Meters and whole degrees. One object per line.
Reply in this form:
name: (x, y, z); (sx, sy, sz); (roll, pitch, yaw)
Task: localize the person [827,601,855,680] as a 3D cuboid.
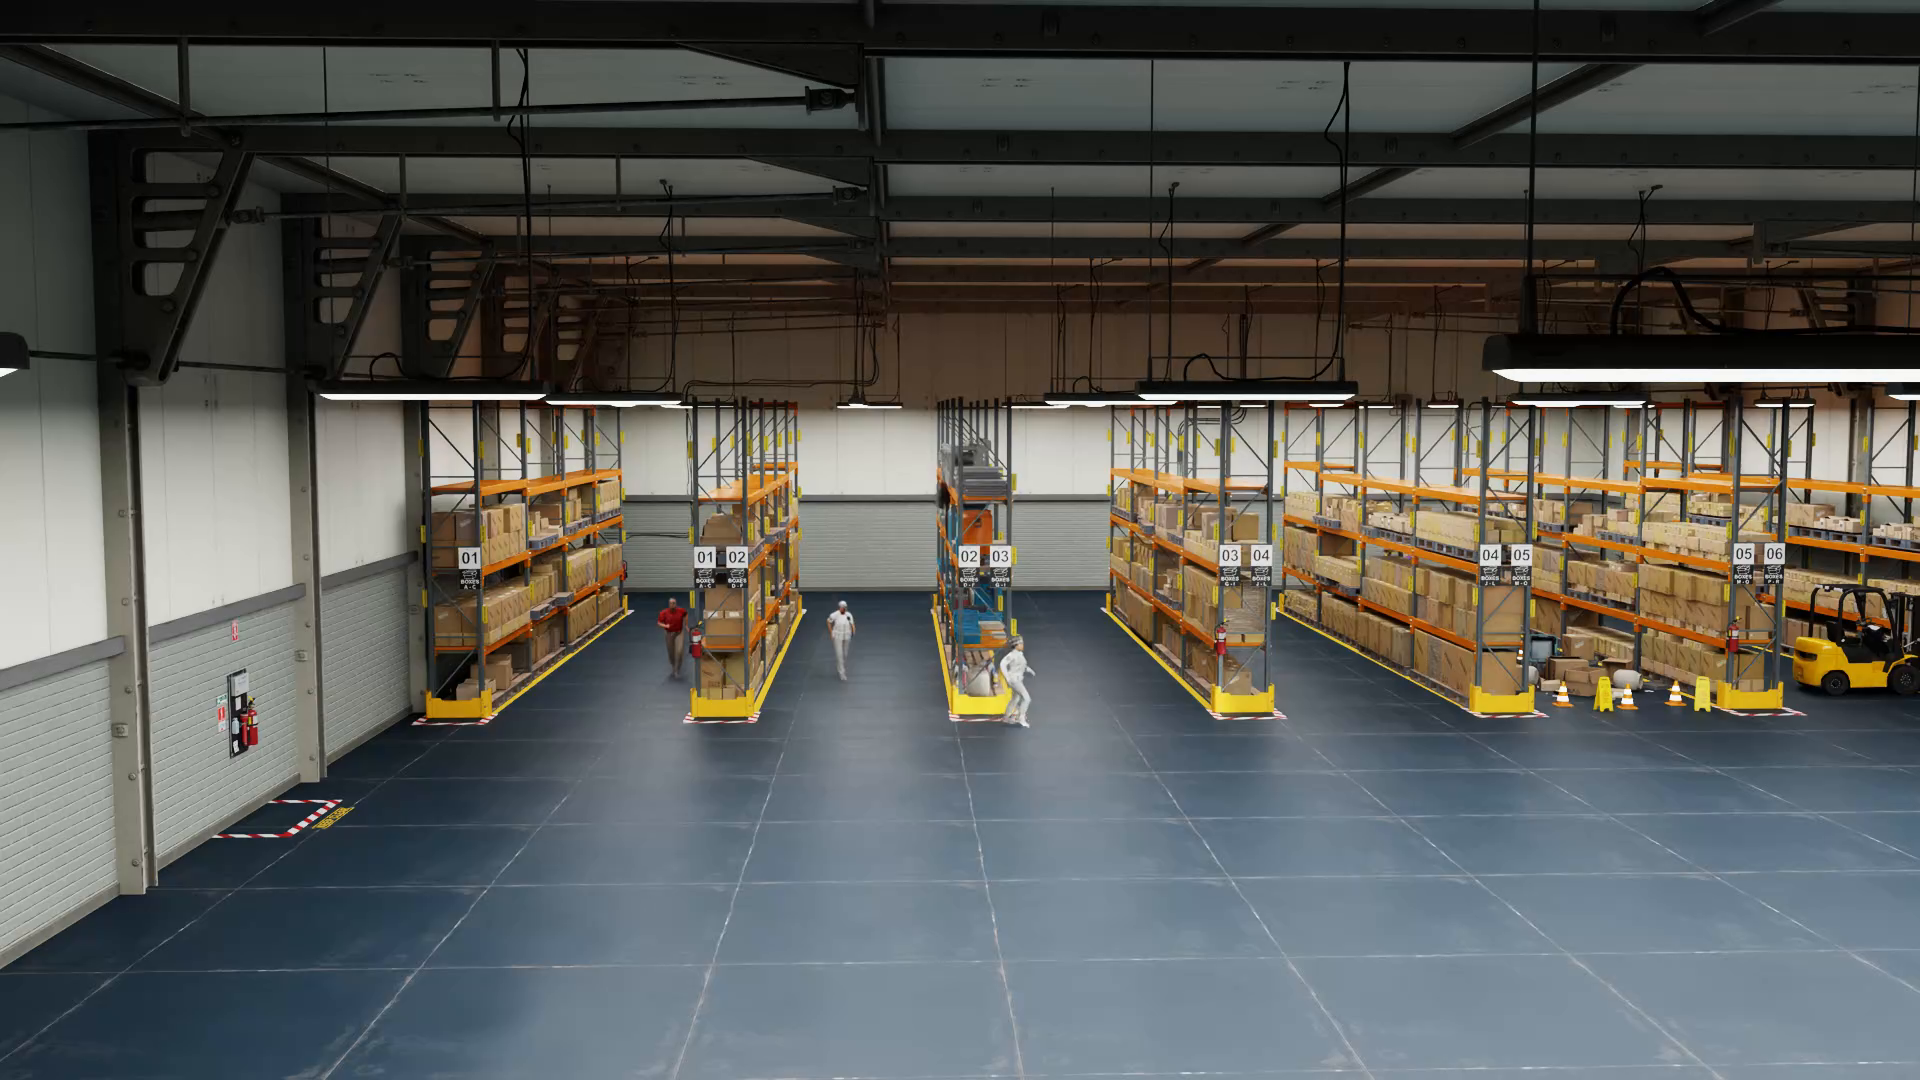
person: (-2.571, 2.132, 35.898); (0.582, 1.663, 0.917); (-2, 5, -22)

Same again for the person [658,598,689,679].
person: (-6.194, 2.093, 36.021); (0.672, 1.720, 0.992); (-1, 4, -7)

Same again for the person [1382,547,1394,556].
person: (12.843, 0.985, 49.960); (0.856, 1.825, 0.681); (-1, 5, -15)

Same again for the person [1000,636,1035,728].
person: (1.010, 2.566, 30.007); (0.651, 1.692, 0.684); (1, 5, 18)
